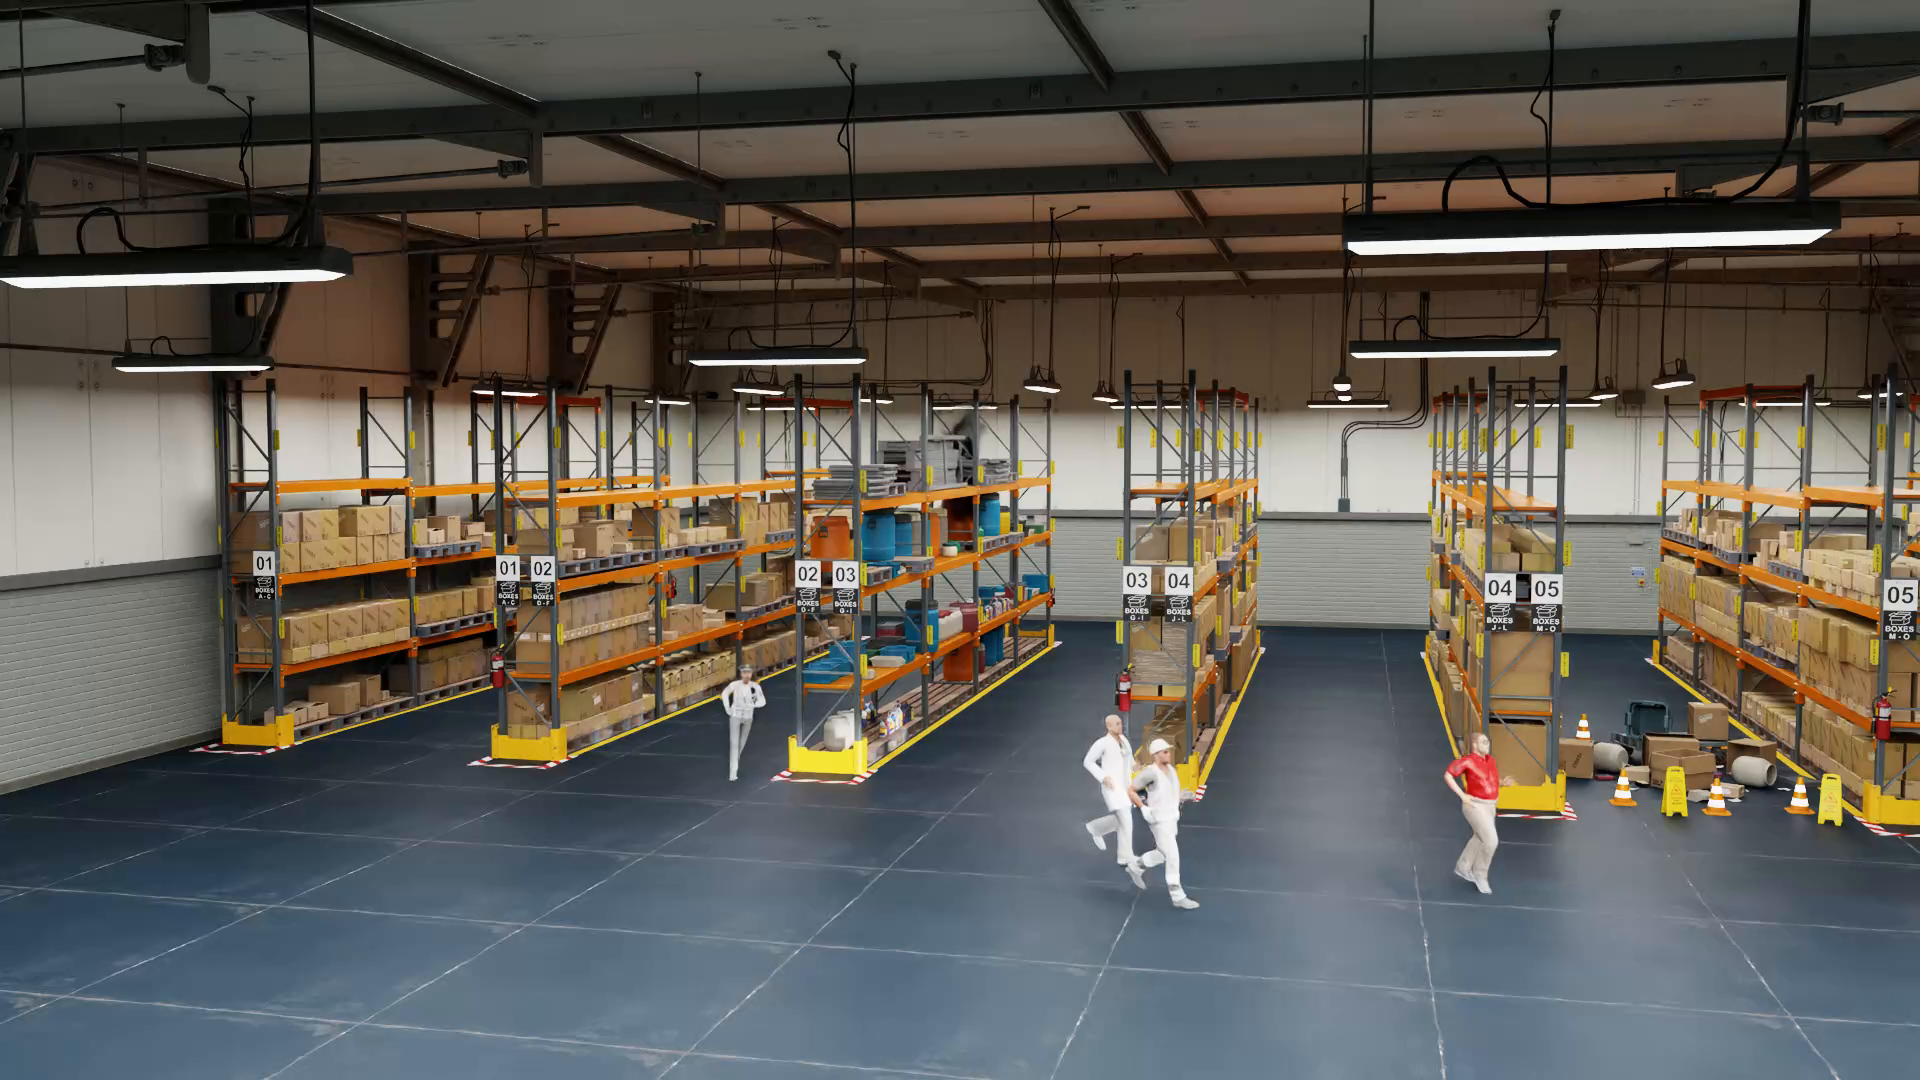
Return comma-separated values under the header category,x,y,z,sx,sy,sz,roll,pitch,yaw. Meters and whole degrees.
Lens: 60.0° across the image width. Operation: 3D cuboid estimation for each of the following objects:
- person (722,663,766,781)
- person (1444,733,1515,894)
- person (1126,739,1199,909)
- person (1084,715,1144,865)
category,x,y,z,sx,sy,sz,roll,pitch,yaw
person,-3.229,2.687,24.857,0.633,1.723,0.824,-1,4,-14
person,5.812,3.044,18.525,0.637,1.790,0.725,-3,5,-42
person,2.167,3.022,17.908,0.985,1.768,0.665,3,4,39
person,1.822,2.985,19.715,0.917,1.664,0.720,3,5,42
